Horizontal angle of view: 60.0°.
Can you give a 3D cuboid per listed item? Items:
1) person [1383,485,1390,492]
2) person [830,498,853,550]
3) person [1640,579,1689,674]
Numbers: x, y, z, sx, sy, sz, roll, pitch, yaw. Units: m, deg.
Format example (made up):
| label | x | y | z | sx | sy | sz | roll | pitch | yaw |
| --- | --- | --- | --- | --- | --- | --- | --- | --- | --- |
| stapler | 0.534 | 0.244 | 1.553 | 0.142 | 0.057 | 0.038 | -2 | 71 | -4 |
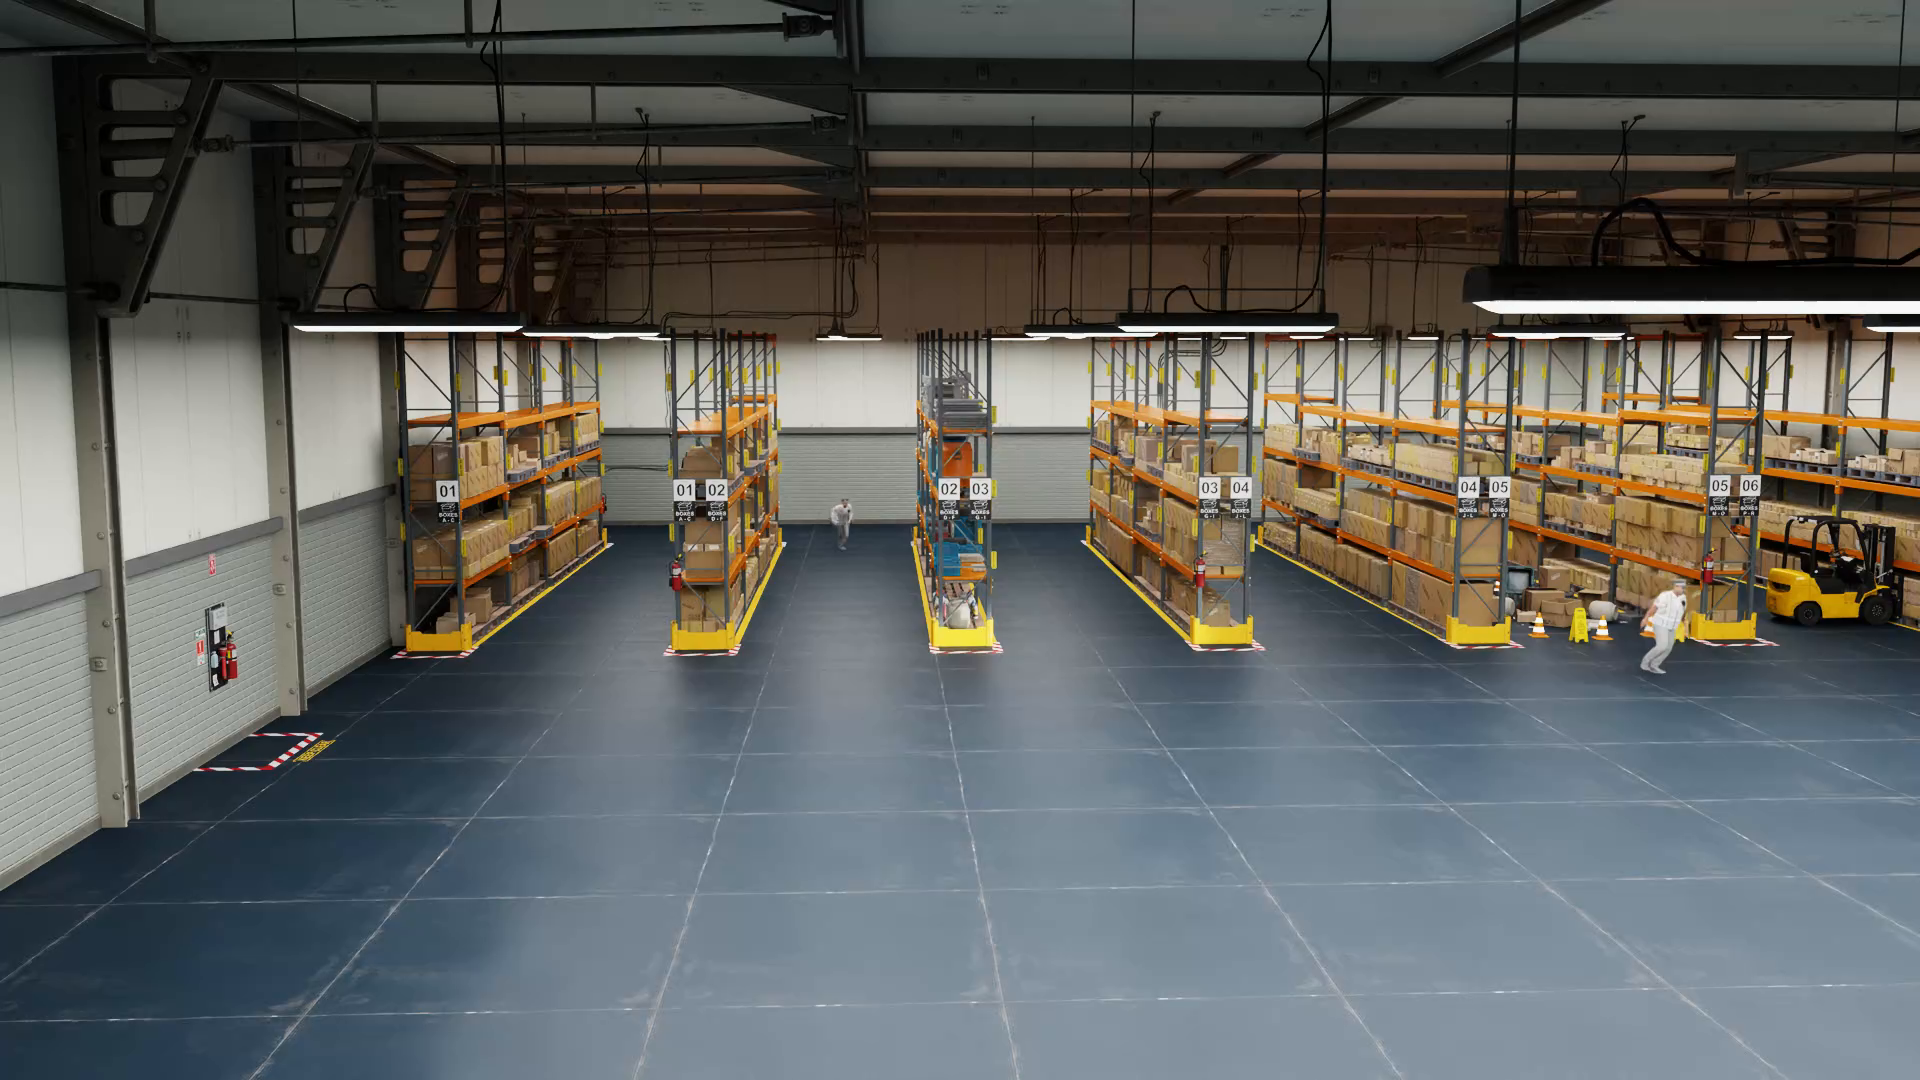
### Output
| label | x | y | z | sx | sy | sz | roll | pitch | yaw |
| --- | --- | --- | --- | --- | --- | --- | --- | --- | --- |
| person | 12.753 | -0.967 | 49.778 | 0.838 | 1.688 | 0.596 | -2 | 7 | -19 |
| person | -3.302 | -0.455 | 46.333 | 0.632 | 1.487 | 0.830 | -2 | 7 | -19 |
| person | 12.215 | 1.494 | 28.798 | 0.683 | 1.693 | 0.609 | -3 | 7 | -23 |
